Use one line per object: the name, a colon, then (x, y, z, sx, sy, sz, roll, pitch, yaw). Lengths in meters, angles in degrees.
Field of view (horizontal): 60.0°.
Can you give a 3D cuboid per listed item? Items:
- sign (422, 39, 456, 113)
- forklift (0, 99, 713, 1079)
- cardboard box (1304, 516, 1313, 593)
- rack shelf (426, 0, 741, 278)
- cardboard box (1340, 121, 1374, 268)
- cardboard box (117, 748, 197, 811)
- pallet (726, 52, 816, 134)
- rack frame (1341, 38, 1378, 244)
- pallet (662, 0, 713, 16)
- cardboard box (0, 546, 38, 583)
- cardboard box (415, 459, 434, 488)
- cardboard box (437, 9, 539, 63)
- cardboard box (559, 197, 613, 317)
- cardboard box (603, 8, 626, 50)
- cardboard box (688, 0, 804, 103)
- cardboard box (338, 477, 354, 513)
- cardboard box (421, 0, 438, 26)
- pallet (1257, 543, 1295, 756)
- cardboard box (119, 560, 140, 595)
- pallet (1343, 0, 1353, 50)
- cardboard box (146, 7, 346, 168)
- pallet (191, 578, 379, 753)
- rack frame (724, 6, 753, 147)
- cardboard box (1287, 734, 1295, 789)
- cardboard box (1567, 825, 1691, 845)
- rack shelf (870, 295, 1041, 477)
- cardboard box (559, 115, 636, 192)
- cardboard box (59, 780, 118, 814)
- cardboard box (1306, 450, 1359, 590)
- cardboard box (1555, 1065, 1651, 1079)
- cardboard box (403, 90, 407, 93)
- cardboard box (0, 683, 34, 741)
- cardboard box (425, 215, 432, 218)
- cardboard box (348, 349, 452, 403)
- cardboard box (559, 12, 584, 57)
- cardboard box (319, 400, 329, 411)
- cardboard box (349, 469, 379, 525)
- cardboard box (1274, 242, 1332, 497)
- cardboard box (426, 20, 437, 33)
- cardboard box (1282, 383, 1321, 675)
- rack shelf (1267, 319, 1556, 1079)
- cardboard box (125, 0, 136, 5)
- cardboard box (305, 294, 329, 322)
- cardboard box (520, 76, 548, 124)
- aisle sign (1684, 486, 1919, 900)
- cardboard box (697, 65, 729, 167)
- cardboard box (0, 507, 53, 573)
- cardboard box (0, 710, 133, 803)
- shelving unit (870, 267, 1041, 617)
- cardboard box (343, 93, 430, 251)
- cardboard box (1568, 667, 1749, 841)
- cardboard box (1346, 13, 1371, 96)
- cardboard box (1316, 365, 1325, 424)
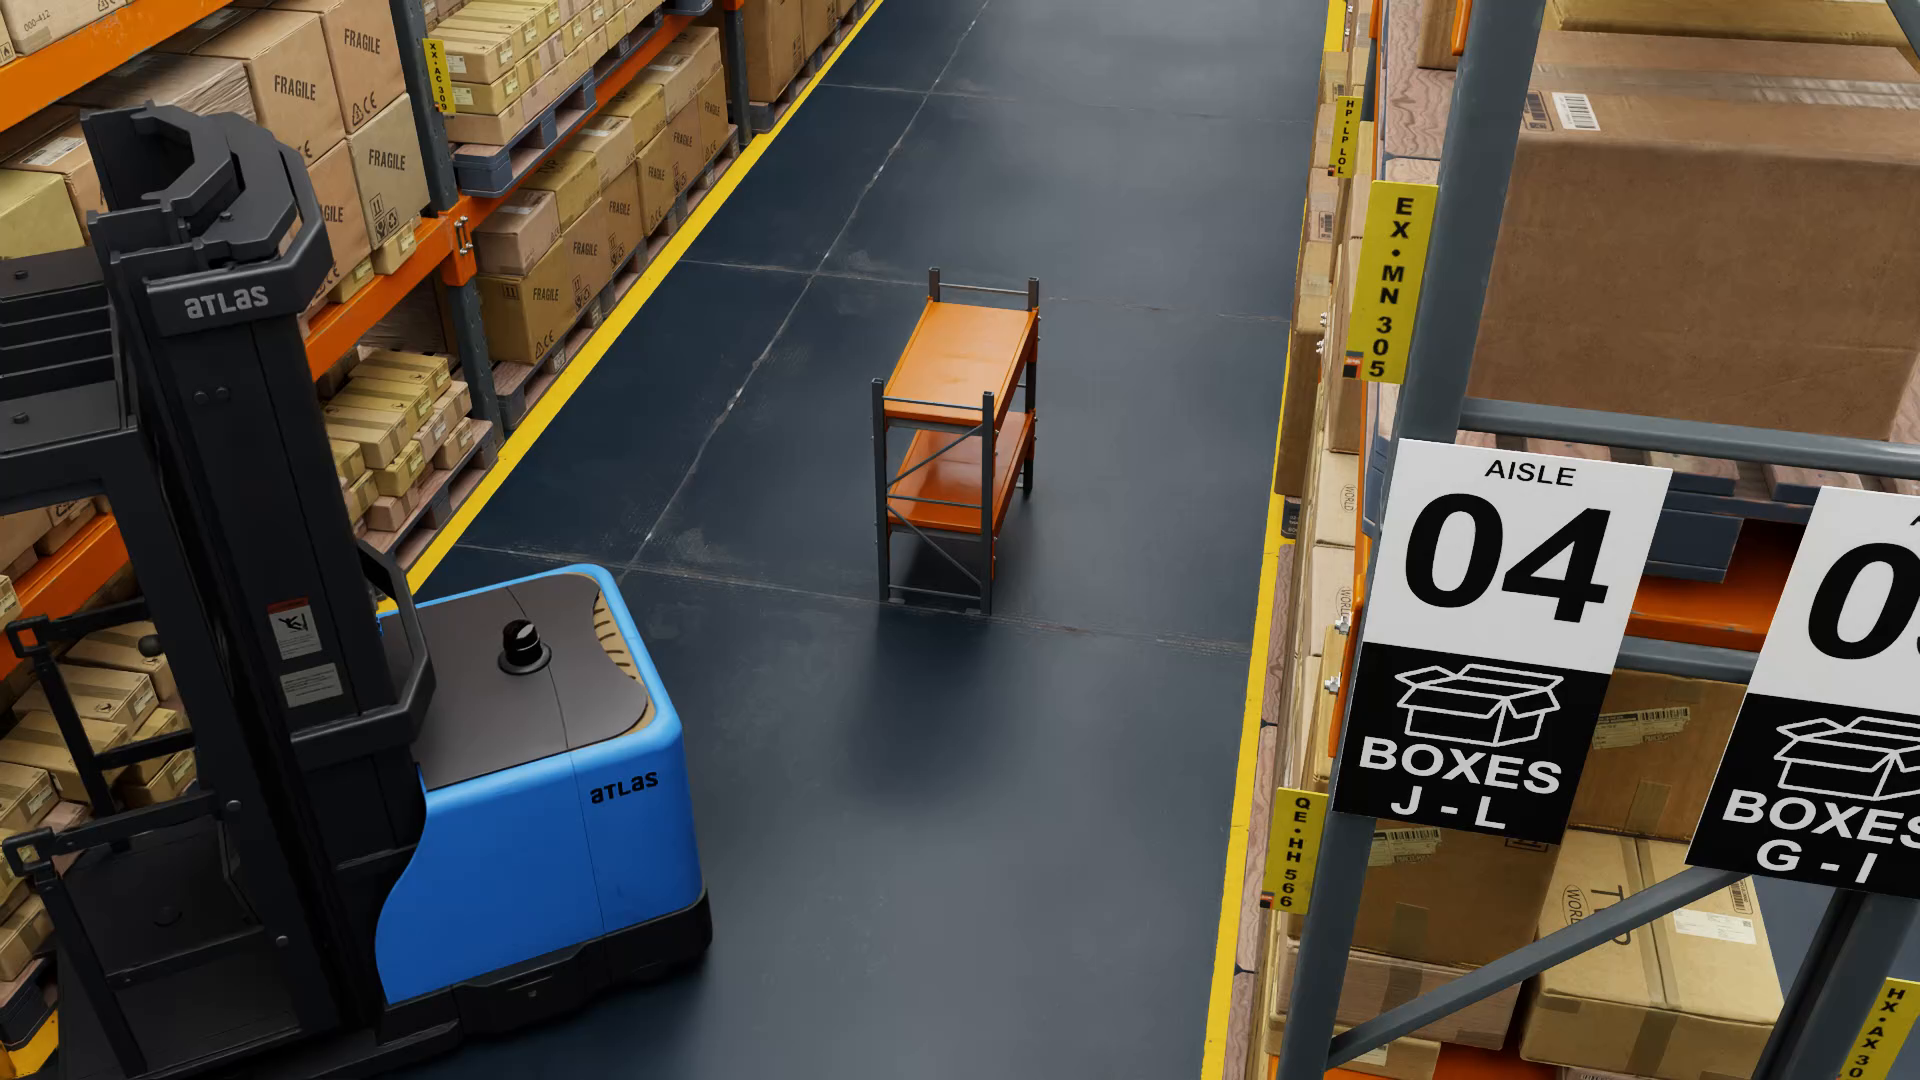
sign: (-2.271, -2.020, 7.244, 0.100, 0.325, 0.005, 7, 37, 10)
forklift: (-2.415, 0.360, 4.756, 3.031, 2.935, 1.130, -15, 39, -20)
cardboard box: (1.302, 0.070, 5.312, 0.380, 0.149, 0.250, 6, 36, 9)
rack shelf: (-2.376, -2.589, 9.379, 1.077, 0.370, 4.000, 7, 37, 10)
cardboard box: (1.669, -1.175, 6.050, 0.500, 0.500, 0.500, 7, 37, 10)
cardboard box: (-3.048, 0.847, 6.096, 0.380, 0.149, 0.250, 8, 37, 11)
pallet: (-1.706, -3.340, 12.179, 1.003, 0.211, 1.213, 7, 37, 10)
rack frame: (2.021, -1.054, 6.648, 1.000, 3.000, 0.127, 7, 37, 10)
pallet: (-1.996, -3.527, 10.224, 1.213, 0.211, 1.003, 7, 37, 10)
cardboard box: (-3.222, 0.052, 5.336, 0.380, 0.149, 0.250, 9, 37, 12)
cardboard box: (-2.691, -0.343, 7.739, 0.380, 0.149, 0.250, 8, 37, 11)
cardboard box: (-2.216, -2.371, 7.815, 0.380, 0.149, 0.250, 8, 37, 11)
cardboard box: (-2.274, -1.585, 9.153, 0.500, 0.500, 0.500, 9, 37, 12)
cardboard box: (-1.996, -2.719, 8.802, 0.380, 0.149, 0.250, 7, 36, 9)
cardboard box: (-1.730, -3.624, 11.753, 1.050, 0.750, 0.750, 7, 36, 9)
cardboard box: (-2.786, -0.153, 6.969, 0.380, 0.149, 0.250, 6, 36, 8)
cardboard box: (-2.794, -2.599, 8.130, 0.380, 0.149, 0.250, 6, 36, 8)
pallet: (1.782, 0.501, 6.878, 1.003, 0.211, 1.213, 7, 37, 10)
cardboard box: (-3.437, 0.074, 6.656, 0.380, 0.149, 0.250, 7, 37, 10)
pallet: (3.565, -4.065, 13.178, 1.003, 0.211, 1.213, 7, 37, 10)
cardboard box: (-2.744, -1.699, 6.347, 0.500, 0.500, 0.500, 6, 36, 8)
pallet: (-3.170, 0.487, 6.899, 1.003, 0.211, 1.213, 7, 37, 10)
rack frame: (-1.948, -4.027, 10.750, 1.000, 3.000, 0.127, 7, 37, 10)
cardboard box: (1.084, 0.659, 4.499, 0.380, 0.149, 0.250, 8, 37, 11)
cardboard box: (1.638, 0.640, 4.186, 0.500, 0.250, 0.500, 7, 37, 9)
rack shelf: (-0.001, -0.689, 7.243, 0.538, 0.278, 1.000, 7, 37, 10)
cardboard box: (-2.162, -2.183, 9.339, 0.500, 0.250, 0.500, 9, 37, 12)
cardboard box: (-3.215, 0.854, 5.833, 0.380, 0.149, 0.250, 8, 37, 11)
cardboard box: (1.336, -0.013, 5.086, 0.500, 0.250, 0.500, 7, 37, 10)
cardboard box: (1.565, 1.179, 3.781, 0.380, 0.149, 0.250, 8, 37, 10)
cardboard box: (-2.857, -2.203, 8.090, 0.380, 0.149, 0.250, 8, 37, 10)
cardboard box: (-3.556, 0.646, 6.121, 0.380, 0.149, 0.250, 7, 37, 9)
cardboard box: (-2.891, -1.654, 8.609, 0.500, 0.250, 0.500, 6, 36, 9)
cardboard box: (-2.624, -0.753, 7.798, 0.380, 0.149, 0.250, 8, 37, 11)
cardboard box: (-2.106, -2.536, 8.296, 0.380, 0.149, 0.250, 6, 36, 8)
cardboard box: (-3.159, -0.546, 7.765, 0.380, 0.149, 0.250, 8, 37, 10)
cardboard box: (-2.794, -0.205, 7.295, 0.380, 0.149, 0.250, 8, 37, 10)
cardboard box: (2.138, -0.733, 7.658, 1.225, 0.875, 0.875, 7, 37, 10)
cardboard box: (-2.800, -2.468, 8.202, 0.380, 0.149, 0.250, 9, 37, 12)
cardboard box: (1.802, 0.005, 6.640, 0.875, 0.875, 0.875, 7, 37, 10)
rack shelf: (1.594, 0.384, 5.277, 1.077, 0.370, 4.000, 7, 37, 10)
cardboard box: (-2.870, -1.996, 5.520, 0.500, 0.250, 0.500, 7, 37, 9)
cardboard box: (-2.821, -0.992, 6.777, 0.380, 0.149, 0.250, 6, 36, 9)
cardboard box: (-2.216, -2.130, 7.989, 0.380, 0.149, 0.250, 8, 37, 11)
aisle sign: (1.445, 0.266, 2.612, 0.394, 0.787, 0.004, 7, 37, 10)
cardboard box: (-1.833, -2.774, 10.794, 0.500, 0.500, 0.500, 7, 37, 10)
cardboard box: (-3.202, -0.134, 5.040, 0.500, 0.500, 0.500, 7, 37, 10)
cardboard box: (-3.093, 0.744, 5.732, 0.380, 0.149, 0.250, 7, 37, 10)
shelving unit: (-0.001, -0.452, 7.415, 0.538, 1.125, 1.048, 7, 37, 10)
cardboard box: (-2.630, -1.582, 7.038, 0.500, 0.500, 0.500, 7, 37, 10)
cardboard box: (1.640, 0.348, 3.949, 0.500, 0.500, 0.500, 6, 36, 9)
cardboard box: (2.183, -2.266, 8.236, 0.500, 0.500, 0.500, 7, 37, 10)
cardboard box: (1.521, -0.522, 6.129, 0.380, 0.149, 0.250, 8, 37, 11)
